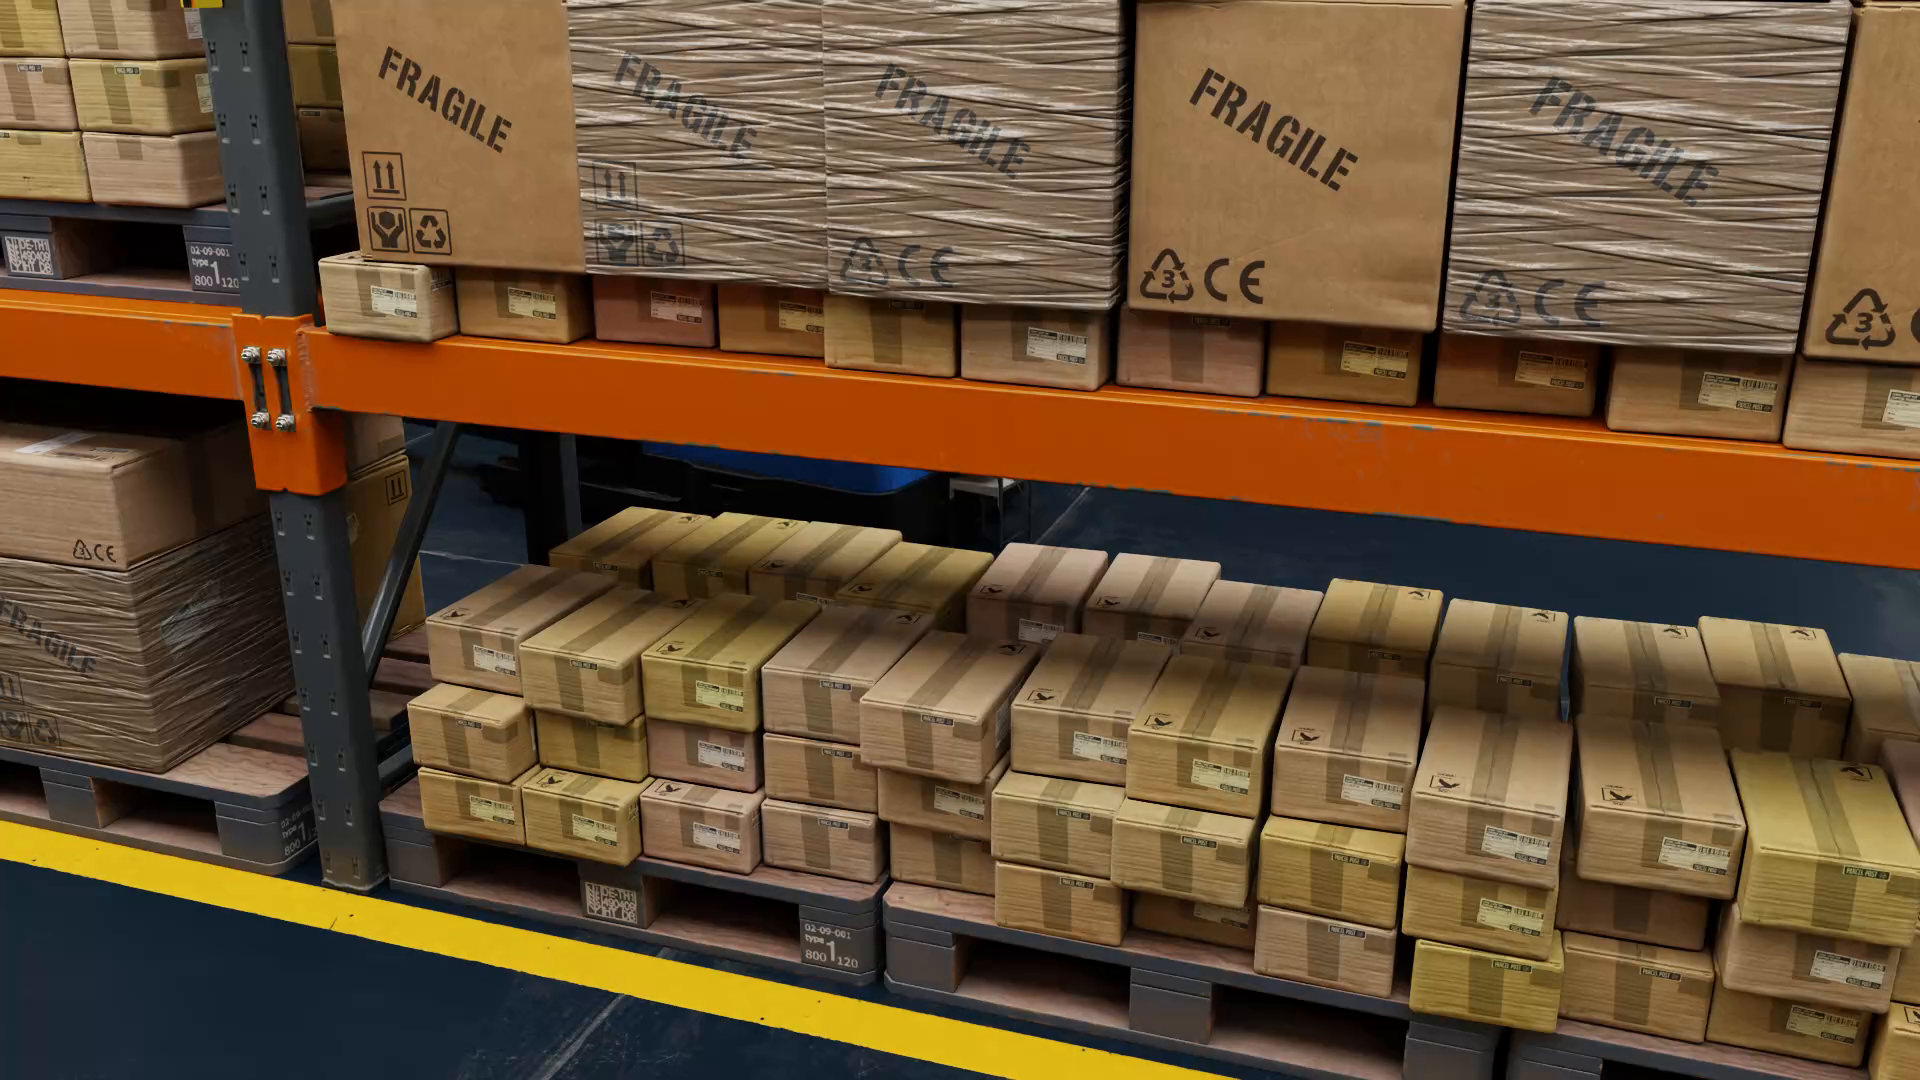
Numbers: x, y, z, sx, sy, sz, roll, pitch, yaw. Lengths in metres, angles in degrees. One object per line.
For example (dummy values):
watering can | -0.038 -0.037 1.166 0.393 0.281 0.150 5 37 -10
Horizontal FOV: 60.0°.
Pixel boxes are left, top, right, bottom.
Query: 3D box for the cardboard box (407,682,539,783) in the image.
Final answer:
cardboard box | -0.997 0.374 3.689 0.250 0.149 0.380 8 21 21

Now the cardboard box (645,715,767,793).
cardboard box | -0.486 0.388 3.647 0.250 0.149 0.380 6 20 18

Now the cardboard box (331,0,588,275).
cardboard box | -0.849 -0.828 3.292 0.500 0.500 0.500 6 20 17

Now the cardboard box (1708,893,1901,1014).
cardboard box | 1.461 0.643 2.915 0.250 0.149 0.380 6 20 16

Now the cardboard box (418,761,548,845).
cardboard box | -0.996 0.515 3.736 0.250 0.149 0.380 6 20 16

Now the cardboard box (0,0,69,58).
cardboard box | -1.932 -1.145 3.643 0.250 0.149 0.380 6 20 16

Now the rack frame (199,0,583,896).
rack frame | -1.234 -0.773 3.735 0.127 3.000 1.000 7 20 18

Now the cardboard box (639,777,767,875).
cardboard box | -0.492 0.554 3.623 0.250 0.149 0.380 6 20 18

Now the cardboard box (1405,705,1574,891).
cardboard box | 0.960 0.455 3.002 0.250 0.149 0.380 7 21 20

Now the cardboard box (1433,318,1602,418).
cardboard box | 0.956 -0.336 2.864 0.250 0.149 0.380 6 20 16

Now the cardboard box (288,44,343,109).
cardboard box | -1.455 -1.178 4.191 0.250 0.149 0.380 7 20 19

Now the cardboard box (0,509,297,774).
cardboard box | -2.016 0.208 4.082 0.500 0.500 0.500 6 20 17

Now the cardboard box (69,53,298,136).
cardboard box | -1.675 -0.974 3.606 0.250 0.149 0.380 7 20 20

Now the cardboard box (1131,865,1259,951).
cardboard box | 0.516 0.647 3.357 0.250 0.149 0.380 7 20 20

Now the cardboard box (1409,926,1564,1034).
cardboard box | 0.982 0.733 3.109 0.250 0.149 0.380 6 20 16

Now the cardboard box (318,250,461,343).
cardboard box | -1.074 -0.522 3.397 0.250 0.149 0.380 7 21 20

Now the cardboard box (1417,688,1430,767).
cardboard box | 0.875 0.407 3.591 0.250 0.149 0.380 8 21 21

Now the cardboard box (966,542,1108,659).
cardboard box | 0.185 0.145 3.893 0.250 0.149 0.380 6 20 15

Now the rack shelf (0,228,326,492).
rack shelf | -3.123 -0.649 4.474 4.000 0.370 1.077 7 20 18

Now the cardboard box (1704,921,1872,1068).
cardboard box | 1.481 0.764 3.021 0.250 0.149 0.380 6 20 18

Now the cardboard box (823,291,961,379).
cardboard box | -0.065 -0.426 3.122 0.250 0.149 0.380 7 20 19

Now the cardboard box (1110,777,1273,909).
cardboard box | 0.462 0.537 3.221 0.250 0.149 0.380 7 20 19

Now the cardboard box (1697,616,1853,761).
cardboard box | 1.665 0.305 3.434 0.250 0.149 0.380 6 20 18

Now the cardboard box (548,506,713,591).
cardboard box | -0.813 0.052 4.160 0.250 0.149 0.380 7 20 20

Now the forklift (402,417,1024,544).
forklift | -1.280 -1.634 6.311 3.031 2.935 1.130 11 22 29

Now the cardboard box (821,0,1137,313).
cardboard box | 0.085 -0.712 2.957 0.500 0.500 0.500 6 20 17

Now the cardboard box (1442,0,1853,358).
cardboard box | 1.068 -0.606 2.653 0.500 0.500 0.500 7 20 18

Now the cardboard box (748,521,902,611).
cardboard box | -0.321 0.092 4.045 0.250 0.149 0.380 6 20 18

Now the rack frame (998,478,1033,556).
rack frame | 0.199 -0.383 5.807 0.006 0.900 0.240 11 22 29

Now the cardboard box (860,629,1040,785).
cardboard box | -0.014 0.330 3.361 0.250 0.149 0.380 7 20 19

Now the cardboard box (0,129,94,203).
cardboard box | -1.920 -0.861 3.734 0.250 0.149 0.380 7 20 18

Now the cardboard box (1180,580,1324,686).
cardboard box | 0.642 0.231 3.646 0.250 0.149 0.380 7 20 18

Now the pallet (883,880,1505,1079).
pallet | 0.568 0.737 3.641 1.213 0.211 1.003 7 20 18

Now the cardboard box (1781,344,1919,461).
cardboard box | 1.430 -0.250 2.619 0.250 0.149 0.380 7 20 20

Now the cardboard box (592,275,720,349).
cardboard box | -0.537 -0.504 3.347 0.250 0.149 0.380 6 20 16

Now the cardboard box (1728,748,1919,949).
cardboard box | 1.456 0.515 2.832 0.250 0.149 0.380 6 20 17

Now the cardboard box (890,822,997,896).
cardboard box | 0.029 0.584 3.537 0.250 0.149 0.380 6 20 16

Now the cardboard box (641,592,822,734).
cardboard box | -0.481 0.256 3.573 0.250 0.149 0.380 6 20 17

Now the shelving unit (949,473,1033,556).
shelving unit | 0.112 -0.400 5.857 0.210 0.900 0.258 11 22 29

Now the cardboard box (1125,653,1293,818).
cardboard box | 0.491 0.373 3.239 0.250 0.149 0.380 7 20 18

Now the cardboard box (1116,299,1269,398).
cardboard box | 0.454 -0.380 2.991 0.250 0.149 0.380 7 21 20

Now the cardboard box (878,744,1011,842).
cardboard box | 0.020 0.455 3.455 0.250 0.149 0.380 8 21 21

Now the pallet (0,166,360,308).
pallet | -1.908 -0.810 4.134 1.213 0.211 1.003 7 20 18

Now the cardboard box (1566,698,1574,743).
cardboard box | 1.426 0.423 3.547 0.250 0.149 0.380 7 20 20

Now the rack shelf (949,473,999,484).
rack shelf | 0.112 -0.284 5.897 0.200 0.077 0.258 11 22 29

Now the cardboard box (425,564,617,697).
cardboard box | -0.977 0.196 3.746 0.250 0.149 0.380 7 21 20

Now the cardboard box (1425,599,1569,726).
cardboard box | 1.145 0.271 3.531 0.250 0.149 0.380 7 21 20

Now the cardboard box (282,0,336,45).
cardboard box | -1.455 -1.319 4.142 0.250 0.149 0.380 8 21 21

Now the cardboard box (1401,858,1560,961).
cardboard box | 0.967 0.591 3.064 0.250 0.149 0.380 7 20 19

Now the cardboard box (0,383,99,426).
cardboard box | -2.502 -0.206 4.131 0.500 0.250 0.500 8 21 21

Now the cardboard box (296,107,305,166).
cardboard box | -1.719 -1.066 4.321 0.250 0.149 0.380 7 20 19

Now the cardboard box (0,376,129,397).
cardboard box | -2.349 -0.363 4.582 0.500 0.250 0.500 7 20 20
